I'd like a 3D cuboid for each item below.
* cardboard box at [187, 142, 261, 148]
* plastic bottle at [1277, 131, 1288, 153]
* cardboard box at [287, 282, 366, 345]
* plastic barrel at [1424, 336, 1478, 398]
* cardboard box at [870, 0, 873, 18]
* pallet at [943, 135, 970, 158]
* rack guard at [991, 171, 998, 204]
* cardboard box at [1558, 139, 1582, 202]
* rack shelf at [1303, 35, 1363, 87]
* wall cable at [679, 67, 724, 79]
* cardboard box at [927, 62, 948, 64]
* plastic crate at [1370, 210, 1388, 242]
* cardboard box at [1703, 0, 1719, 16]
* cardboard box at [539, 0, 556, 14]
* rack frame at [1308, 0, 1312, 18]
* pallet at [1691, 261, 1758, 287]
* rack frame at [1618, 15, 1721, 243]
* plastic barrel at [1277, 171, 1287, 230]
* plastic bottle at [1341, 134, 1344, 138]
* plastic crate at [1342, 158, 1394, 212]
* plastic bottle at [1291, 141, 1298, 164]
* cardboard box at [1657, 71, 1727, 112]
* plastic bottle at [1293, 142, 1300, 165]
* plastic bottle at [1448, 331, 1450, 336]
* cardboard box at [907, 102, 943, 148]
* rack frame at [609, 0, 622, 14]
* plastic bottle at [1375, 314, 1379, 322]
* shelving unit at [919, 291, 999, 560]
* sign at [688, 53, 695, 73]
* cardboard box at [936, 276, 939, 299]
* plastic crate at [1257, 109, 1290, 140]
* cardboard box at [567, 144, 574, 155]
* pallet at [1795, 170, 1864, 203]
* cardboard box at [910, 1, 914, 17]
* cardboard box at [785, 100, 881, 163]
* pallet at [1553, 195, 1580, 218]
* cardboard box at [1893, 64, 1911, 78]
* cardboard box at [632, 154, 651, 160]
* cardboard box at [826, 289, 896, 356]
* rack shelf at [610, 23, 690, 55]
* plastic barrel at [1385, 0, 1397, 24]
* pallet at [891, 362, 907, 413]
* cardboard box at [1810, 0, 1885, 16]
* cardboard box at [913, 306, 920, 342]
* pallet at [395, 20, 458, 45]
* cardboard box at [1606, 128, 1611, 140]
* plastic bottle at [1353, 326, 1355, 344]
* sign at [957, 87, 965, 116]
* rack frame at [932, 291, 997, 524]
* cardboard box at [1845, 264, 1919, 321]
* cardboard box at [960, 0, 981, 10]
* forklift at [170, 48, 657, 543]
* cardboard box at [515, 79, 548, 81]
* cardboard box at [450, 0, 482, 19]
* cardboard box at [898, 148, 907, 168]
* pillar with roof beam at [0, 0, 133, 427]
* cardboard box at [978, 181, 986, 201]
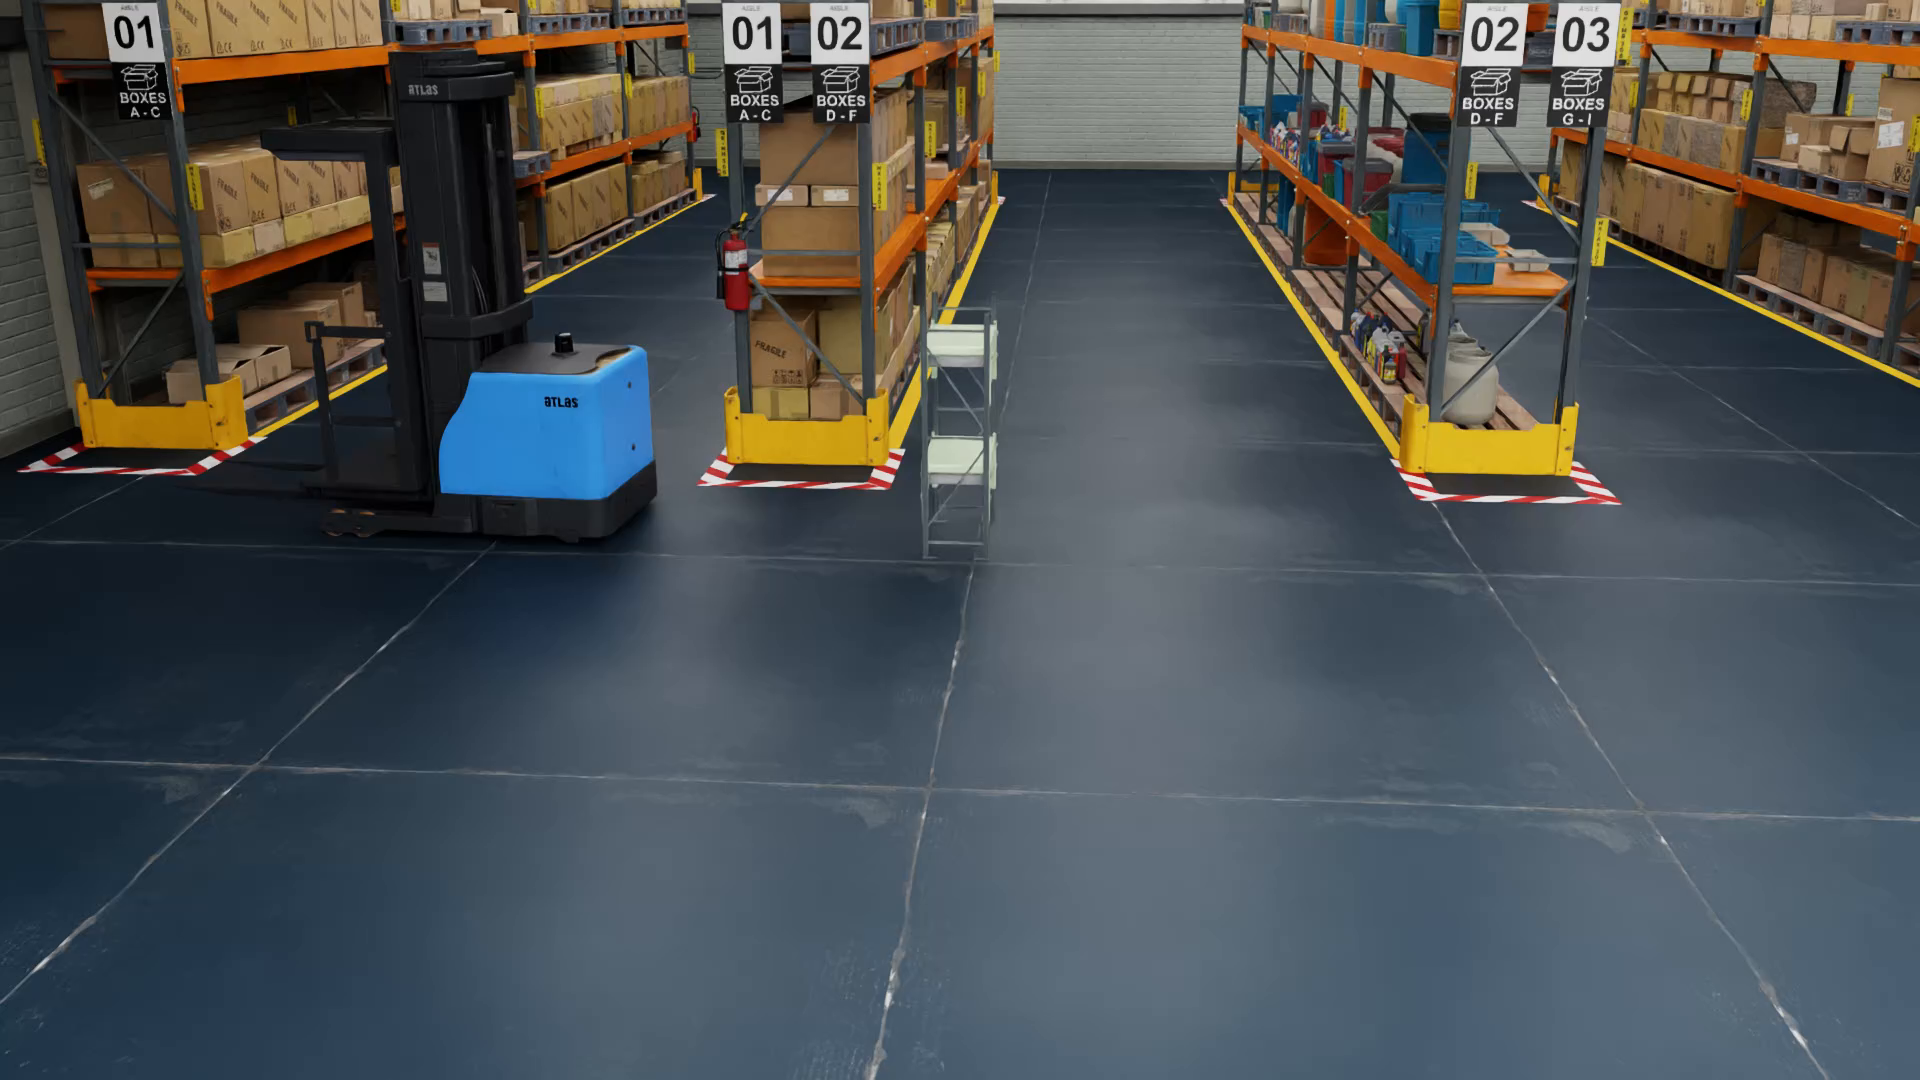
[{"bbox_3d":[-6.120,-3.062,13.956,0.500,0.500,0.500,2,18,5],"label":"cardboard box"},{"bbox_3d":[4.206,-5.168,21.576,0.152,0.276,0.135,1,18,4],"label":"plastic bottle"},{"bbox_3d":[-5.804,-2.084,15.273,0.500,0.500,0.500,0,18,0],"label":"cardboard box"},{"bbox_3d":[3.832,-1.302,12.899,0.421,0.512,0.421,0,18,0],"label":"plastic barrel"},{"bbox_3d":[-0.855,-3.968,12.402,0.380,0.149,0.250,1,18,4],"label":"cardboard box"},{"bbox_3d":[-0.407,-5.032,21.270,1.003,0.211,1.213,1,18,4],"label":"pallet"},{"bbox_3d":[0.026,-5.792,27.296,1.175,0.500,0.348,1,18,4],"label":"rack guard"},{"bbox_3d":[9.946,-5.770,25.954,0.875,0.875,0.875,1,18,4],"label":"cardboard box"},{"bbox_3d":[4.255,-4.869,16.805,1.077,0.370,4.000,1,18,4],"label":"rack shelf"},{"bbox_3d":[-4.147,-10.237,32.199,3.097,2.526,0.112,1,18,4],"label":"wall cable"},{"bbox_3d":[-0.406,-6.762,24.477,0.500,0.500,0.500,1,18,4],"label":"cardboard box"},{"bbox_3d":[3.733,-2.649,14.030,0.450,0.188,0.662,1,18,4],"label":"plastic crate"},{"bbox_3d":[9.464,-6.605,20.107,0.797,0.503,0.637,1,18,3],"label":"cardboard box"},{"bbox_3d":[-5.467,-6.799,20.672,0.700,0.500,0.500,2,18,7],"label":"cardboard box"},{"bbox_3d":[4.399,-7.258,18.121,1.000,3.000,0.127,1,18,4],"label":"rack frame"},{"bbox_3d":[9.471,-3.215,19.894,1.003,0.211,1.213,1,18,4],"label":"pallet"},{"bbox_3d":[9.626,-5.539,22.509,1.000,3.000,0.127,1,18,4],"label":"rack frame"},{"bbox_3d":[4.630,-4.683,22.594,0.600,0.901,0.708,1,18,4],"label":"plastic barrel"},{"bbox_3d":[4.840,-4.998,21.065,0.097,0.271,0.097,0,18,0],"label":"plastic bottle"},{"bbox_3d":[3.842,-3.352,15.734,0.402,0.464,0.583,1,18,4],"label":"plastic crate"},{"bbox_3d":[4.073,-4.709,20.184,0.097,0.271,0.097,0,18,0],"label":"plastic bottle"},{"bbox_3d":[9.588,-5.864,21.732,0.797,0.503,0.637,1,18,2],"label":"cardboard box"},{"bbox_3d":[4.059,-4.649,19.999,0.097,0.271,0.097,0,18,0],"label":"plastic bottle"},{"bbox_3d":[4.195,-1.668,14.353,0.061,0.283,0.133,1,18,4],"label":"plastic bottle"},{"bbox_3d":[-0.609,-4.964,19.920,0.700,0.500,0.500,-5,19,-15],"label":"cardboard box"},{"bbox_3d":[-5.196,-8.721,22.587,1.000,3.000,0.127,1,18,4],"label":"rack frame"},{"bbox_3d":[3.762,-1.891,15.031,0.061,0.283,0.133,1,18,4],"label":"plastic bottle"},{"bbox_3d":[0.000,-0.711,10.183,0.431,1.500,0.755,1,18,4],"label":"shelving unit"},{"bbox_3d":[-4.369,-7.759,27.046,0.100,0.325,0.005,1,18,4],"label":"sign"},{"bbox_3d":[-0.480,-2.609,17.309,0.500,0.250,0.500,1,18,2],"label":"cardboard box"},{"bbox_3d":[4.379,-5.823,23.306,0.392,0.384,0.575,1,18,4],"label":"plastic crate"},{"bbox_3d":[-5.164,-5.016,21.284,0.380,0.149,0.250,2,18,5],"label":"cardboard box"},{"bbox_3d":[9.238,-3.590,16.869,1.003,0.211,1.213,1,18,4],"label":"pallet"},{"bbox_3d":[-0.630,-5.423,16.904,0.500,0.250,0.500,0,18,-1],"label":"cardboard box"},{"bbox_3d":[-0.997,-3.179,13.065,0.700,0.500,0.500,1,18,4],"label":"cardboard box"},{"bbox_3d":[9.933,-5.206,25.972,1.003,0.211,1.213,1,18,4],"label":"pallet"},{"bbox_3d":[14.555,-7.169,25.242,0.500,0.500,0.500,1,18,4],"label":"cardboard box"},{"bbox_3d":[-5.104,-6.021,26.280,0.380,0.149,0.250,1,18,4],"label":"cardboard box"},{"bbox_3d":[-0.798,-1.756,13.502,0.500,0.500,0.500,1,18,4],"label":"cardboard box"},{"bbox_3d":[-5.053,-7.575,25.062,1.077,0.370,4.000,1,18,4],"label":"rack shelf"},{"bbox_3d":[3.885,-4.713,14.319,0.421,0.512,0.421,0,18,0],"label":"plastic barrel"},{"bbox_3d":[-1.012,-1.325,14.129,1.003,0.211,1.213,1,18,4],"label":"pallet"},{"bbox_3d":[8.980,-5.553,16.772,0.500,0.500,0.500,1,18,2],"label":"cardboard box"},{"bbox_3d":[-0.644,-2.020,15.513,0.500,0.250,0.500,1,18,4],"label":"cardboard box"},{"bbox_3d":[-5.619,-4.911,16.079,1.213,0.211,1.003,1,18,4],"label":"pallet"},{"bbox_3d":[9.376,-5.761,23.591,0.380,0.149,0.250,2,18,5],"label":"cardboard box"},{"bbox_3d":[3.637,-1.892,15.166,0.097,0.201,0.097,0,18,0],"label":"plastic bottle"},{"bbox_3d":[0.012,-5.058,19.181,0.100,0.325,0.005,1,18,4],"label":"sign"},{"bbox_3d":[0.026,-0.824,10.530,0.400,1.500,0.023,1,18,4],"label":"rack frame"},{"bbox_3d":[9.171,-2.413,16.279,0.700,0.500,0.500,1,18,4],"label":"cardboard box"},{"bbox_3d":[0.028,-7.498,23.110,0.500,0.250,0.500,1,18,4],"label":"cardboard box"},{"bbox_3d":[-3.587,-1.567,10.500,3.031,2.935,1.130,3,18,8],"label":"forklift"},{"bbox_3d":[-5.592,-5.808,21.455,0.500,0.250,0.500,1,18,3],"label":"cardboard box"},{"bbox_3d":[-5.668,-5.712,18.022,0.797,0.503,0.637,4,19,12],"label":"cardboard box"},{"bbox_3d":[-0.670,-3.385,14.733,0.380,0.149,0.250,1,18,2],"label":"cardboard box"},{"bbox_3d":[-2.575,-5.135,11.643,9.100,9.000,0.400,1,18,4],"label":"pillar with roof beam"},{"bbox_3d":[0.141,-5.437,25.908,0.500,0.250,0.500,1,18,4],"label":"cardboard box"}]
